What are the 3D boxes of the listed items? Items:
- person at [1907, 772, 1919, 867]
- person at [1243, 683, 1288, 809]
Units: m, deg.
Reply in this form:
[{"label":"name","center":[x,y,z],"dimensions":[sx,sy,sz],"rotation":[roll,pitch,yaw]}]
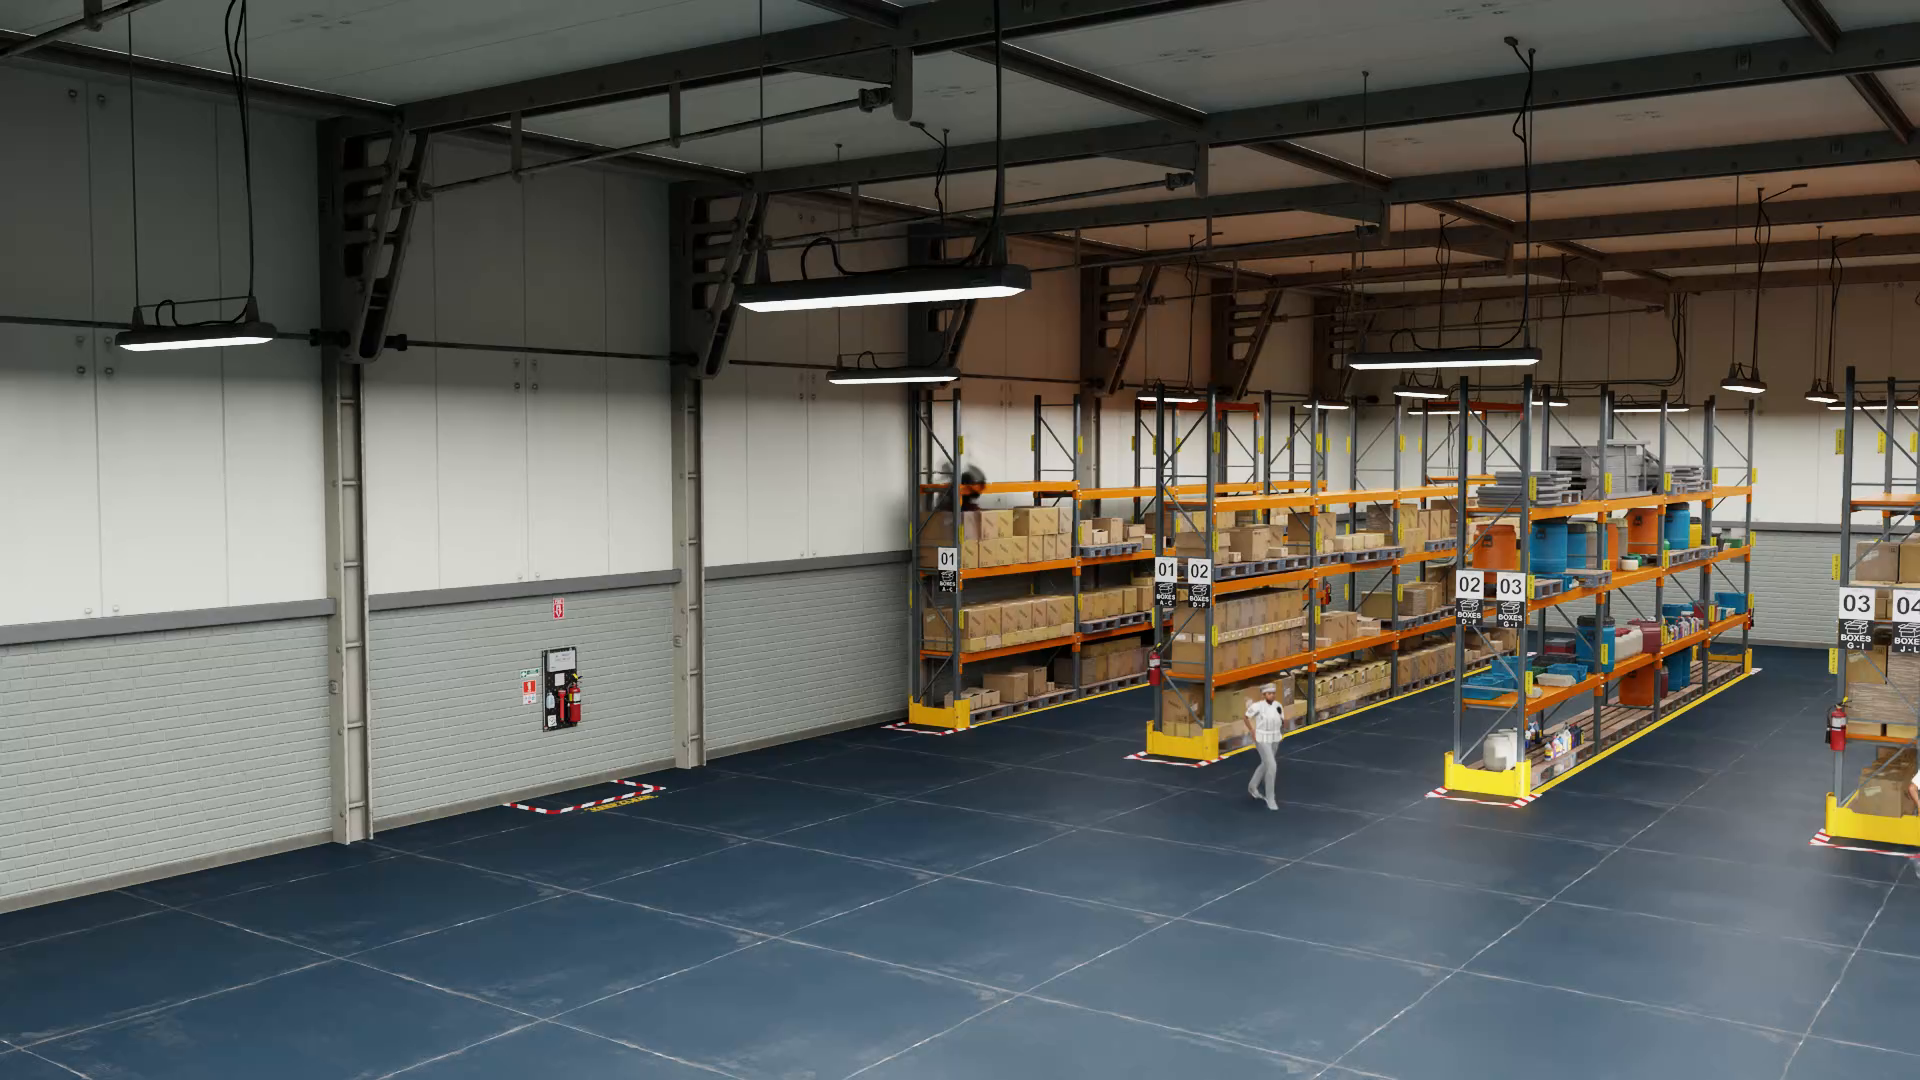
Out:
[{"label":"person","center":[11.006,3.082,18.466],"dimensions":[0.698,1.723,0.592],"rotation":[-1,4,-22]},{"label":"person","center":[4.287,2.850,23.186],"dimensions":[0.548,1.765,0.764],"rotation":[-2,4,-29]}]
